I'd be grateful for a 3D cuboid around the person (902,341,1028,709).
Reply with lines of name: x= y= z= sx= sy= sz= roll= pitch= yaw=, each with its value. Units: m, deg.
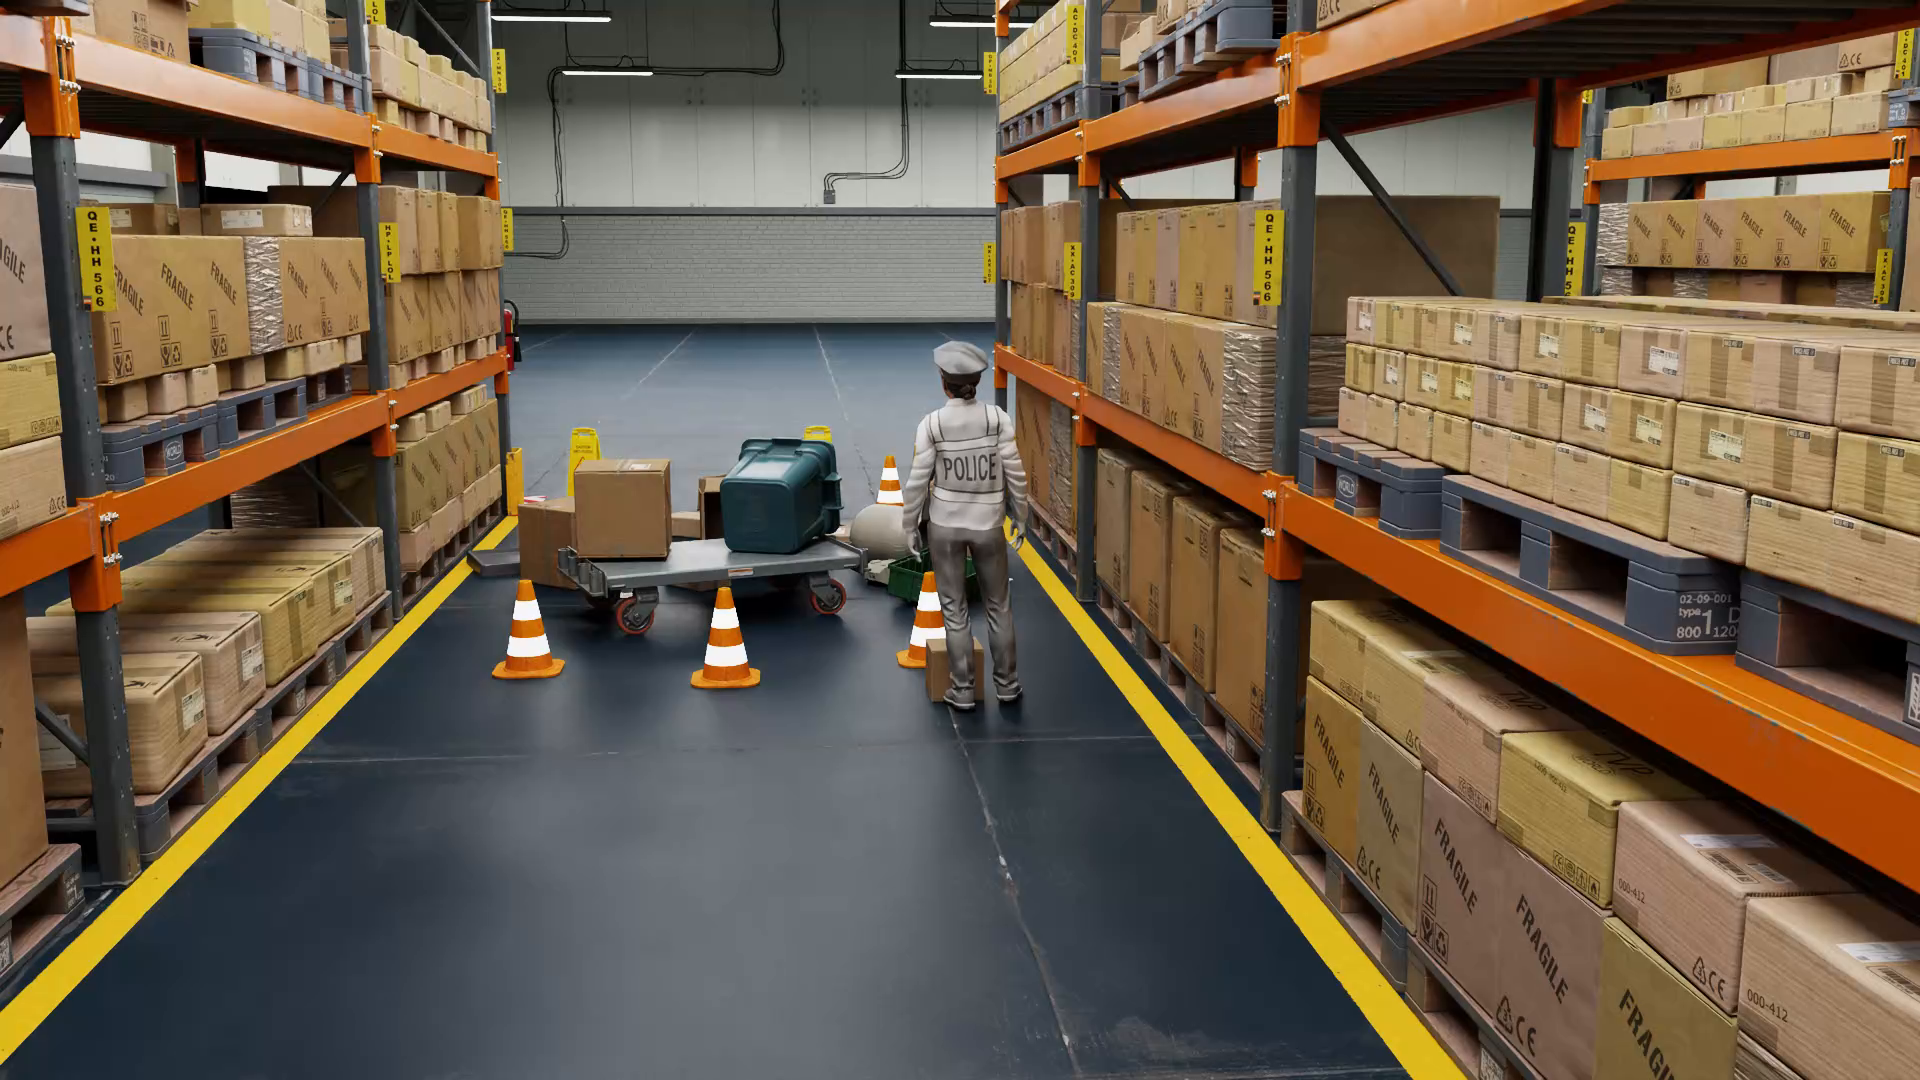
person: x=0.025 y=-0.065 z=7.627 sx=0.586 sy=1.694 sz=0.530 roll=-1 pitch=10 yaw=-6
